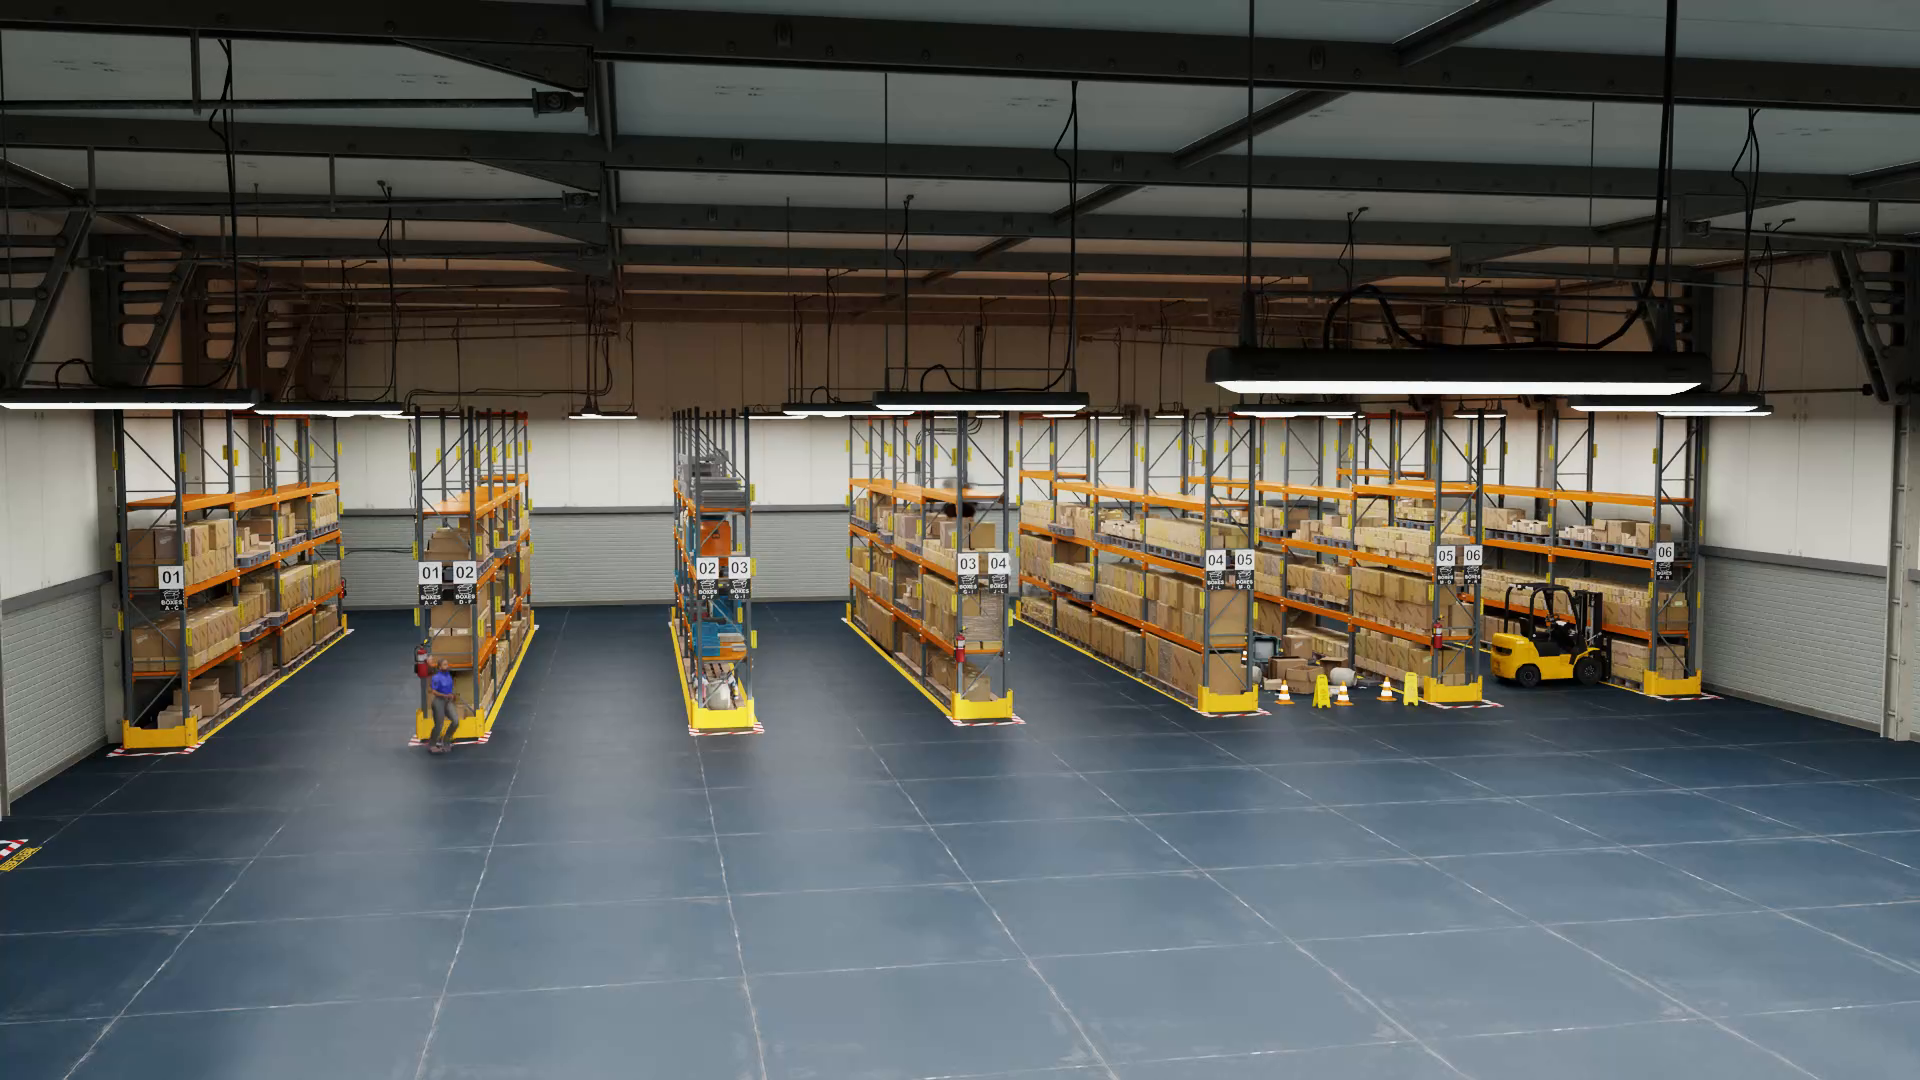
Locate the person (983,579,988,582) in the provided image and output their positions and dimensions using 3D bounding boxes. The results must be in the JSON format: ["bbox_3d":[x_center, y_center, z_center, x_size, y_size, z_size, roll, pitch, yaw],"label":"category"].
[{"bbox_3d":[0.513,1.495,48.085,0.628,1.742,0.748,0,4,3],"label":"person"}]

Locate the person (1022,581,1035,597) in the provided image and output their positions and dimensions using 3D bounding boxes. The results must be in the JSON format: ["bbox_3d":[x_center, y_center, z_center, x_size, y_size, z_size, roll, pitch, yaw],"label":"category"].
[{"bbox_3d":[2.176,1.385,49.768,0.592,1.662,0.629,-2,4,-22],"label":"person"}]

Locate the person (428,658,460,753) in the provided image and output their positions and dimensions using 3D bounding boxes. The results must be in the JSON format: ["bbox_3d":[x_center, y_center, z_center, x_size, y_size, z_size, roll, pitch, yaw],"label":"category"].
[{"bbox_3d":[-8.897,2.879,28.743,0.676,1.665,0.598,2,5,28],"label":"person"}]
